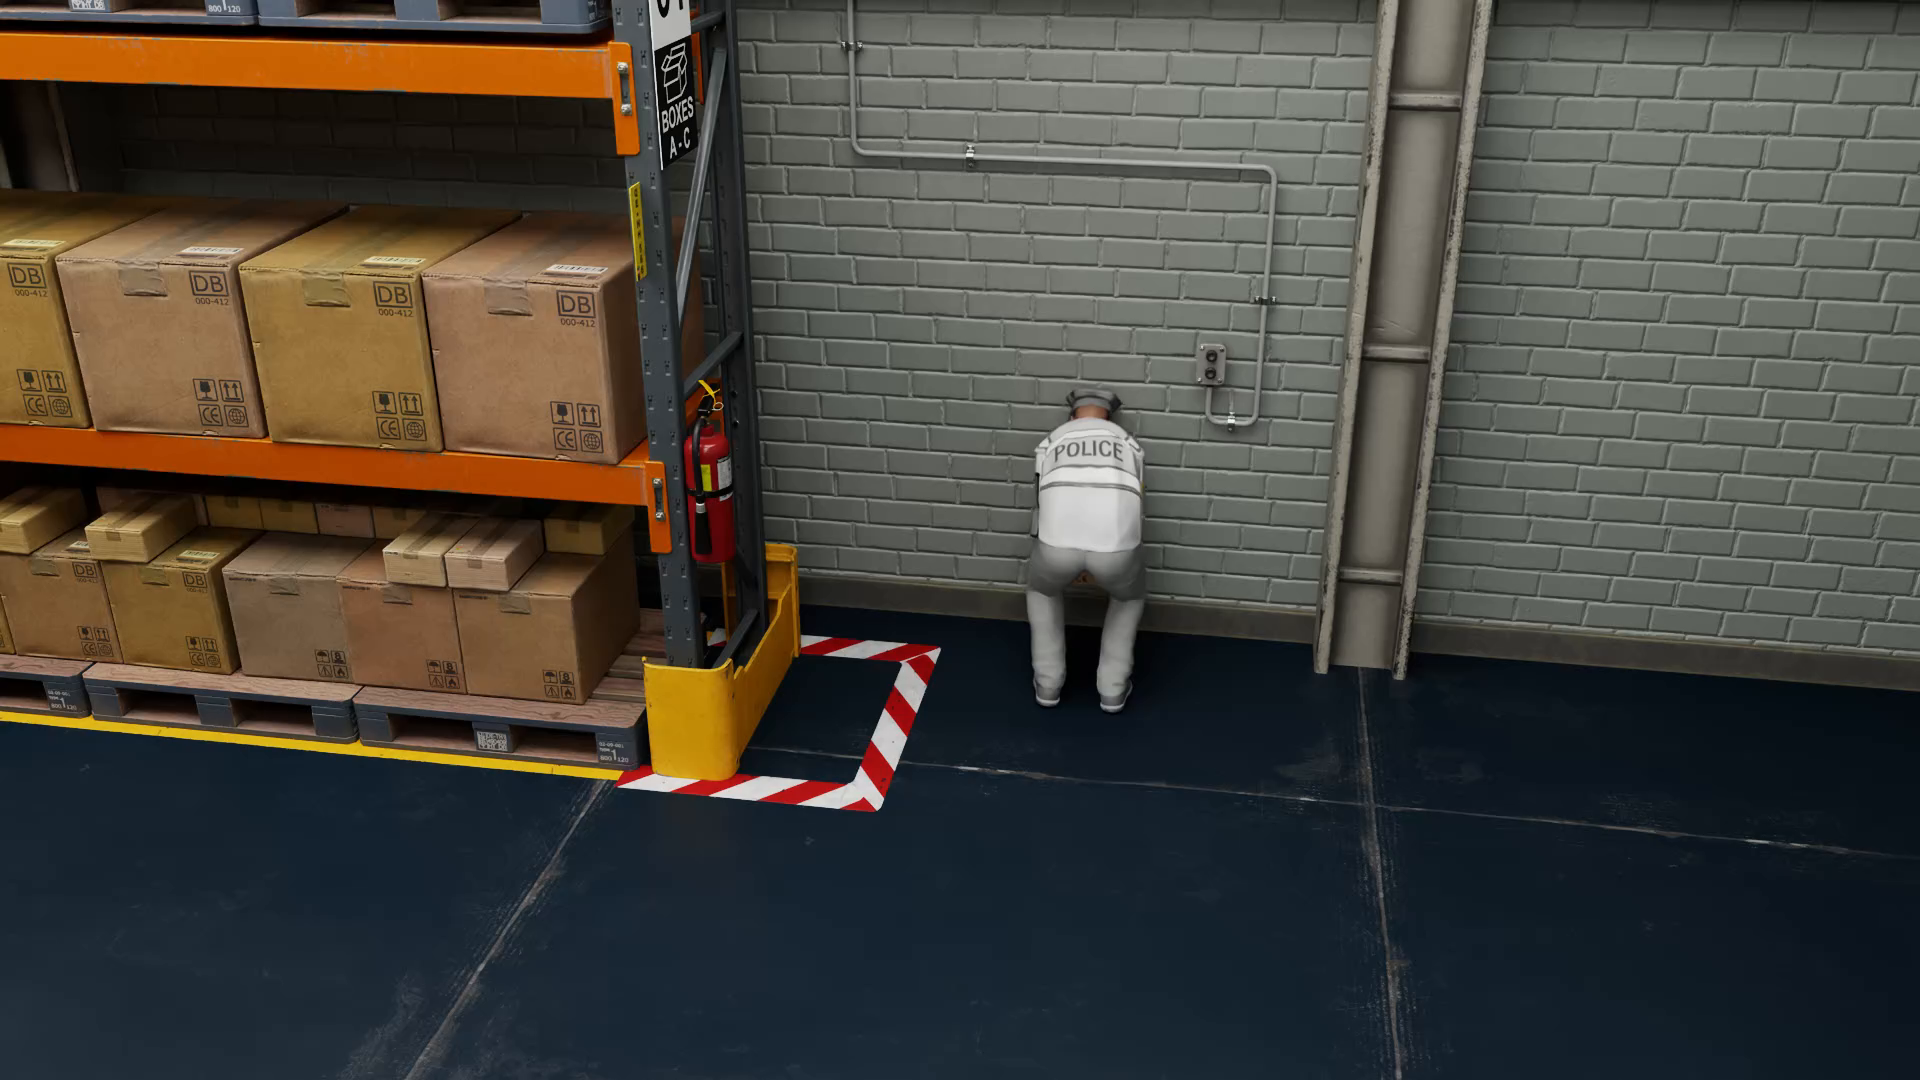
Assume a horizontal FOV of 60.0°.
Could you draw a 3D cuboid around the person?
[{"bbox_3d":[0.557,0.035,7.169,0.518,1.214,1.022,3,25,6],"label":"person"}]
